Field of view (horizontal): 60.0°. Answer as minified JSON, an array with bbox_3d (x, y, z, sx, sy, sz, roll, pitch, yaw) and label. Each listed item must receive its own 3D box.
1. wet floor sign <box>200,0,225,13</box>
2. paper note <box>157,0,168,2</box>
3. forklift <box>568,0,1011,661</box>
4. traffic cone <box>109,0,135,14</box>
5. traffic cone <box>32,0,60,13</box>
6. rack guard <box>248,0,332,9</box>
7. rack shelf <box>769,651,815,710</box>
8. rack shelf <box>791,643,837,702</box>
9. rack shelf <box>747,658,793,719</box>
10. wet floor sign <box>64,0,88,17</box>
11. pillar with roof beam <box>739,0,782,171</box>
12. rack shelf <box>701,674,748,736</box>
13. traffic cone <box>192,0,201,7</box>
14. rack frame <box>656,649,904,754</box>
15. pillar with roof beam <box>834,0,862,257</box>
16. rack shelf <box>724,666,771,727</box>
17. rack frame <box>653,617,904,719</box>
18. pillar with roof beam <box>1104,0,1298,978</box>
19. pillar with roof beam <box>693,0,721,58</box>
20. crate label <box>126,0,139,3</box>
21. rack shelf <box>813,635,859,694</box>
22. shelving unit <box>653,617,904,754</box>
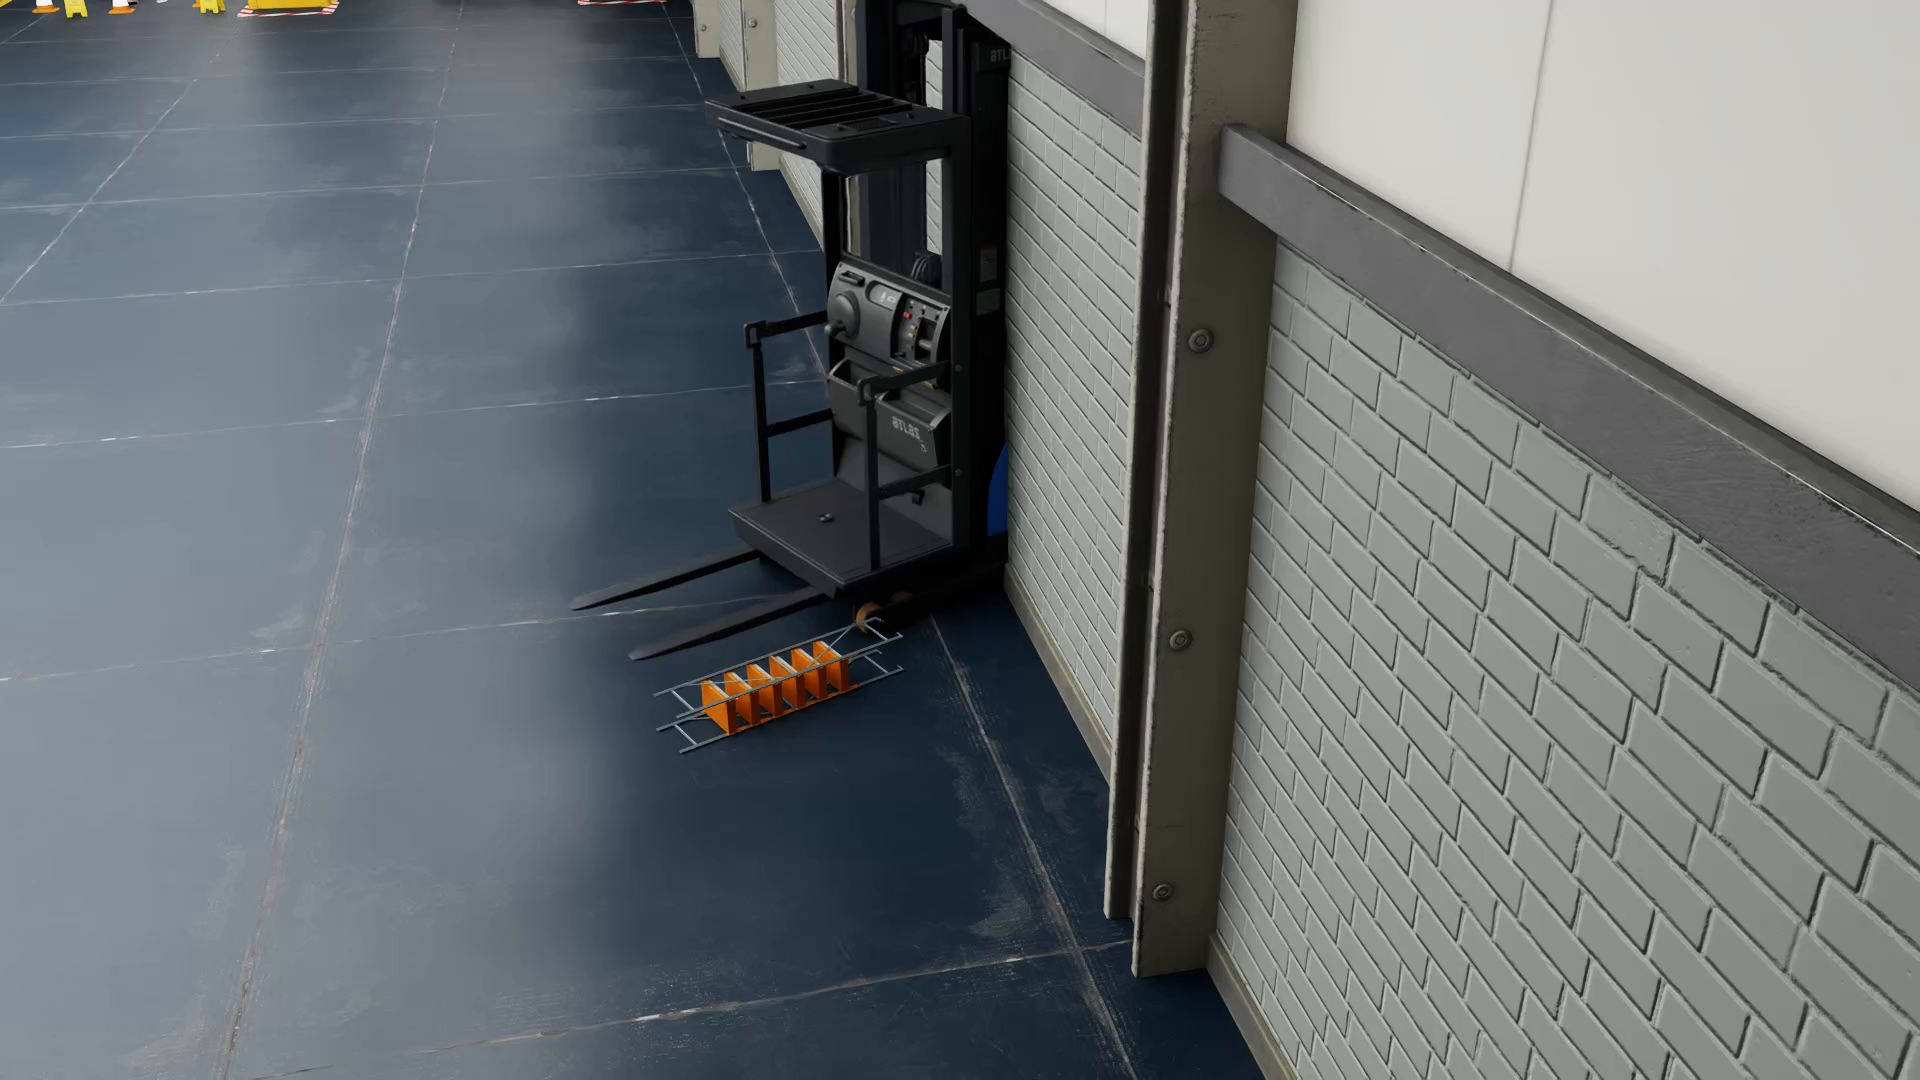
[{"bbox_3d":[-11.217,-8.230,24.840,0.267,0.644,0.232,3,27,6],"label":"wet floor sign"},{"bbox_3d":[-12.369,-8.361,25.780,0.148,0.019,0.142,-16,31,-29],"label":"paper note"},{"bbox_3d":[-0.526,-1.098,8.172,3.031,2.935,1.130,-20,33,-34],"label":"forklift"},{"bbox_3d":[-12.576,-8.137,24.857,0.336,0.463,0.334,-6,27,-12],"label":"traffic cone"},{"bbox_3d":[-13.753,-8.171,24.925,0.336,0.463,0.334,-6,27,-12],"label":"traffic cone"},{"bbox_3d":[-10.234,-8.391,25.319,1.175,0.500,0.348,-6,27,-12],"label":"rack guard"},{"bbox_3d":[-0.786,0.648,7.752,0.103,0.180,0.258,-18,32,-32],"label":"rack shelf"},{"bbox_3d":[-0.689,0.616,7.815,0.103,0.180,0.258,-18,32,-32],"label":"rack shelf"},{"bbox_3d":[-0.883,0.680,7.689,0.103,0.180,0.258,-18,32,-32],"label":"rack shelf"},{"bbox_3d":[-13.081,-8.064,24.510,0.267,0.644,0.232,-11,29,-20],"label":"wet floor sign"},{"bbox_3d":[-6.151,-7.349,13.823,9.100,9.000,0.400,-6,27,-12],"label":"pillar with roof beam"},{"bbox_3d":[-1.076,0.744,7.562,0.103,0.180,0.258,-18,32,-32],"label":"rack shelf"},{"bbox_3d":[-11.571,-8.399,25.376,0.336,0.463,0.334,-6,27,-12],"label":"traffic cone"},{"bbox_3d":[-0.822,0.741,7.770,1.200,0.006,0.240,-18,32,-32],"label":"rack frame"},{"bbox_3d":[-4.798,-4.715,8.605,9.100,9.000,0.400,-6,27,-12],"label":"pillar with roof beam"},{"bbox_3d":[-0.979,0.712,7.625,0.103,0.180,0.258,-18,32,-32],"label":"rack shelf"},{"bbox_3d":[-0.822,0.578,7.687,1.200,0.006,0.240,-18,32,-32],"label":"rack frame"},{"bbox_3d":[-3.446,-2.081,3.386,9.100,9.000,0.400,-6,27,-12],"label":"pillar with roof beam"},{"bbox_3d":[-7.503,-9.983,19.042,9.100,9.000,0.400,-6,27,-12],"label":"pillar with roof beam"},{"bbox_3d":[-12.813,-8.330,25.602,0.250,0.136,0.298,-23,35,-38],"label":"crate label"},{"bbox_3d":[-0.593,0.584,7.879,0.103,0.180,0.258,-18,32,-32],"label":"rack shelf"},{"bbox_3d":[-0.822,0.659,7.728,1.200,0.189,0.258,-18,32,-32],"label":"shelving unit"}]
